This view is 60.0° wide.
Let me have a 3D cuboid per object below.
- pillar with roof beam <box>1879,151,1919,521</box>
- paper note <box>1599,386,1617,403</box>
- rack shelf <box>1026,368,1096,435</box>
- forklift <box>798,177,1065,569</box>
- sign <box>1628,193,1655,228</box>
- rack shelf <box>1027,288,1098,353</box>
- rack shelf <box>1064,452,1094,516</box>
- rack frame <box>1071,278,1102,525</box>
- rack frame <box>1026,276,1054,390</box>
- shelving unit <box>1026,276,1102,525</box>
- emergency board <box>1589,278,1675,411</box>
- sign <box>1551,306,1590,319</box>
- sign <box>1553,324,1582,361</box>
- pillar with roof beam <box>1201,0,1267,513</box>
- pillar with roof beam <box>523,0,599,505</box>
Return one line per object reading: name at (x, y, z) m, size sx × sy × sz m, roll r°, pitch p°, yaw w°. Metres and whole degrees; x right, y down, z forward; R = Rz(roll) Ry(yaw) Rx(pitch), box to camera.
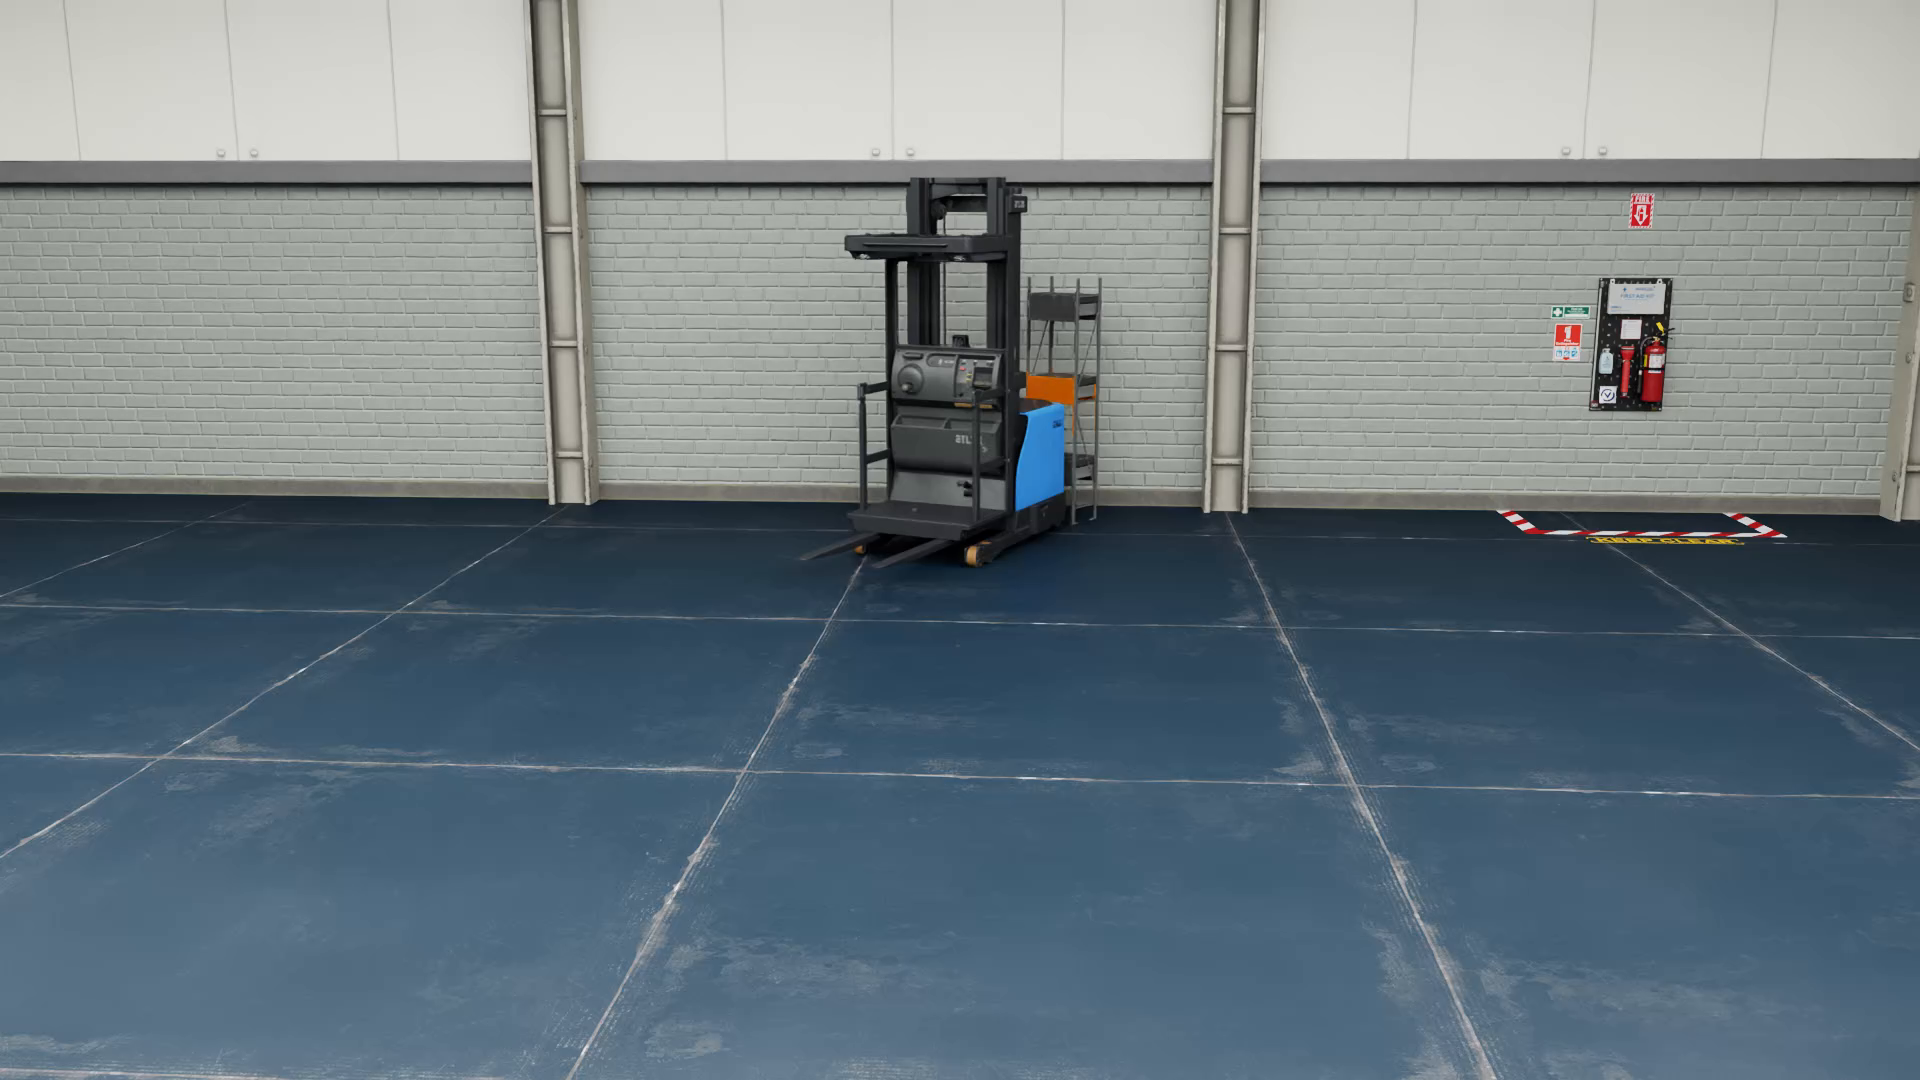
pillar with roof beam at (8.098, -3.719, 9.570) m, size 0.400 × 9.000 × 9.100 m, roll 1°, pitch 12°, yaw 4°
paper note at (5.751, -1.289, 14.757) m, size 0.142 × 0.148 × 0.016 m, roll 1°, pitch 12°, yaw 4°
rack shelf at (0.889, -1.205, 14.442) m, size 0.480 × 0.518 × 0.431 m, roll 8°, pitch 13°, yaw 34°
forklift at (-0.202, -1.326, 12.950) m, size 1.130 × 2.935 × 3.031 m, roll 6°, pitch 13°, yaw 26°
sign at (5.921, -2.859, 14.448) m, size 0.199 × 0.298 × 0.001 m, roll 1°, pitch 12°, yaw 4°
rack shelf at (0.894, -1.892, 14.310) m, size 0.480 × 0.518 × 0.431 m, roll 8°, pitch 13°, yaw 34°
rack shelf at (0.884, -0.517, 14.574) m, size 0.480 × 0.518 × 0.431 m, roll 8°, pitch 13°, yaw 34°
rack frame at (1.089, -1.190, 14.302) m, size 0.015 × 2.100 × 0.400 m, roll 8°, pitch 13°, yaw 34°
rack frame at (0.690, -1.246, 14.577) m, size 0.015 × 2.100 × 0.400 m, roll 8°, pitch 13°, yaw 34°
shelving unit at (0.889, -1.218, 14.439) m, size 0.503 × 2.100 × 0.431 m, roll 8°, pitch 13°, yaw 34°
emergency board at (5.923, -1.704, 14.587) m, size 0.643 × 1.169 × 0.194 m, roll 1°, pitch 12°, yaw 4°
sign at (5.382, -2.007, 14.657) m, size 0.331 × 0.109 × 0.001 m, roll 1°, pitch 12°, yaw 4°
sign at (5.378, -1.750, 14.721) m, size 0.234 × 0.329 × 0.001 m, roll 1°, pitch 12°, yaw 4°
pillar with roof beam at (2.111, -3.801, 9.962) m, size 0.400 × 9.000 × 9.100 m, roll 1°, pitch 12°, yaw 4°
pillar with roof beam at (-3.875, -3.883, 10.355) m, size 0.400 × 9.000 × 9.100 m, roll 1°, pitch 12°, yaw 4°
